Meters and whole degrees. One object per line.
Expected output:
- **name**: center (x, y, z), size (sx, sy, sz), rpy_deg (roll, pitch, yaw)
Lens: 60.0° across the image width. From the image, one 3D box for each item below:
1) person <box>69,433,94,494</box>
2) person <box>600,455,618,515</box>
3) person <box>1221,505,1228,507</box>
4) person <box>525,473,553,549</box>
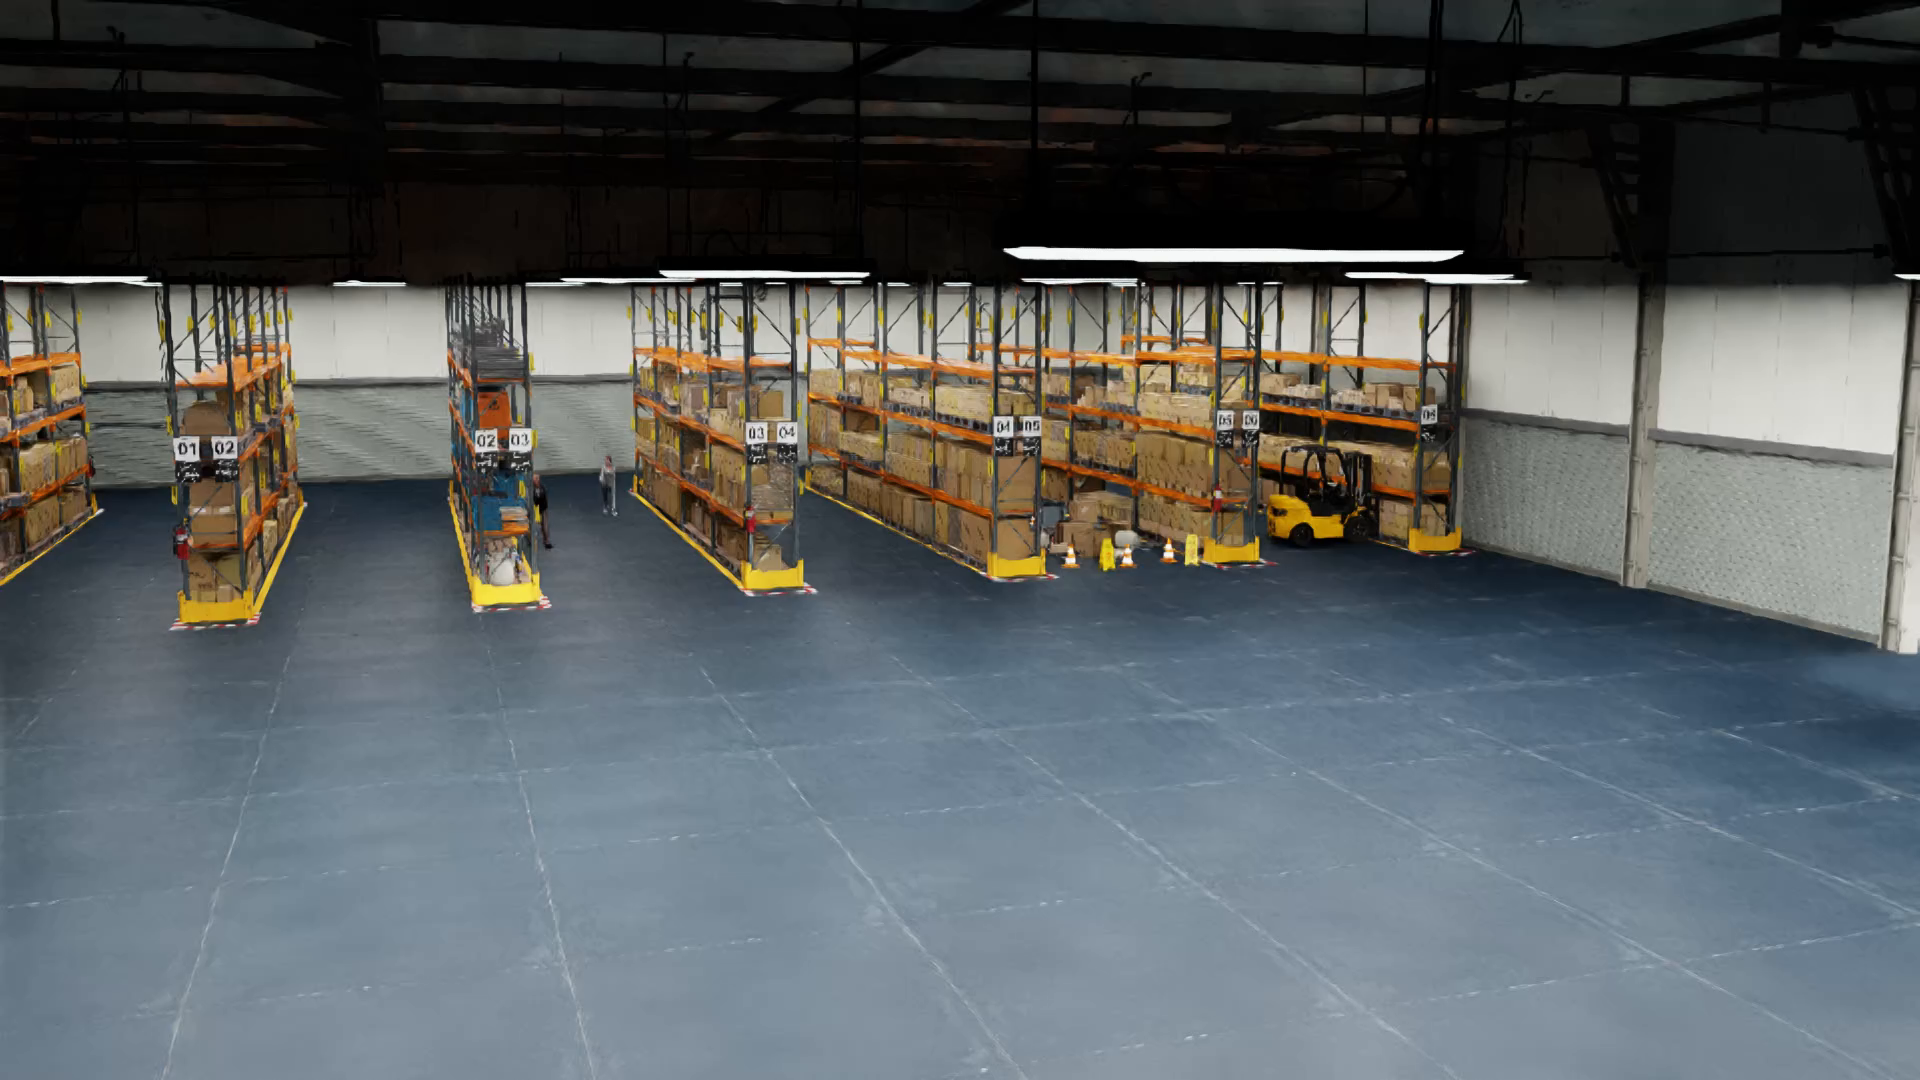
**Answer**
- **person**: center (-24.574, -2.121, 46.313), size (0.673, 1.731, 0.750), rpy_deg (-7, 11, -40)
- **person**: center (-8.941, -1.406, 42.256), size (0.417, 1.517, 1.037), rpy_deg (-2, 9, -16)
- **person**: center (6.173, -1.134, 39.561), size (0.583, 1.782, 0.662), rpy_deg (2, 9, 13)
- **person**: center (-9.366, -0.648, 36.802), size (0.538, 1.664, 1.029), rpy_deg (-4, 10, -27)
